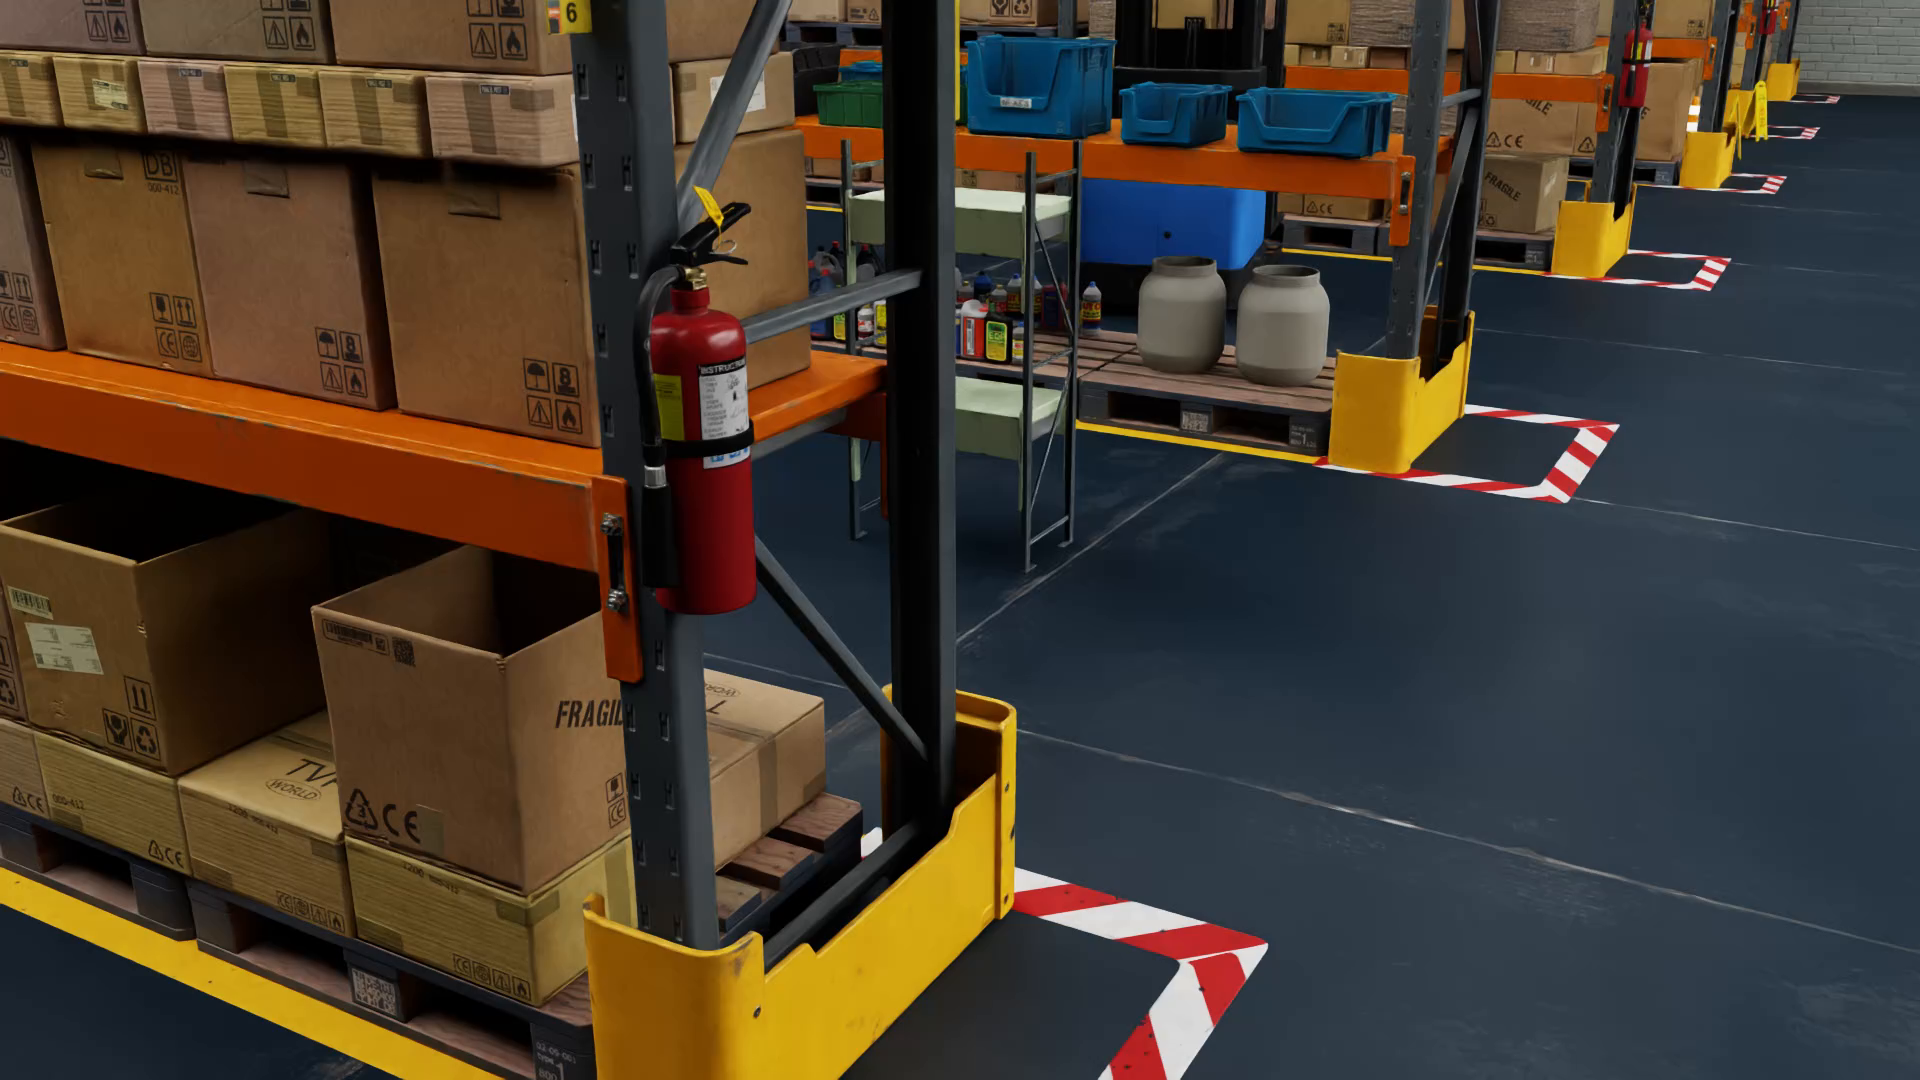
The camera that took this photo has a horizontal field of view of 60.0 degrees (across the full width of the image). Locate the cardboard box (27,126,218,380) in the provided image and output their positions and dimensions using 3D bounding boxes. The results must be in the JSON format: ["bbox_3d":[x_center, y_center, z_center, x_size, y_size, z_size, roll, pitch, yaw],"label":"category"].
[{"bbox_3d":[-1.596,-0.712,3.783,0.500,0.500,0.700,11,23,28],"label":"cardboard box"}]

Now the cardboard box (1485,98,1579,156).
[{"bbox_3d":[5.645,-4.259,16.208,0.875,0.875,0.875,10,22,26],"label":"cardboard box"}]

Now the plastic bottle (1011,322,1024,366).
[{"bbox_3d":[0.299,-0.954,8.054,0.097,0.201,0.097,0,20,0],"label":"plastic bottle"}]

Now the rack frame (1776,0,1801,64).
[{"bbox_3d":[11.782,-7.791,23.443,0.127,3.000,1.000,11,23,27],"label":"rack frame"}]

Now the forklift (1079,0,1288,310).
[{"bbox_3d":[1.611,-3.225,10.957,1.130,2.935,3.031,6,21,16],"label":"forklift"}]

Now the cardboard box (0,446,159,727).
[{"bbox_3d":[-2.232,0.083,4.054,0.500,0.500,0.500,11,23,27],"label":"cardboard box"}]

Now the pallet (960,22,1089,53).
[{"bbox_3d":[0.443,-4.107,13.571,1.213,0.211,1.003,11,23,27],"label":"pallet"}]

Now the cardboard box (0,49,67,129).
[{"bbox_3d":[-1.860,-0.987,3.590,0.250,0.149,0.380,11,23,29],"label":"cardboard box"}]

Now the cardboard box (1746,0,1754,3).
[{"bbox_3d":[11.224,-7.841,23.436,0.500,0.500,0.500,10,22,26],"label":"cardboard box"}]

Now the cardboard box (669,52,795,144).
[{"bbox_3d":[-0.540,-0.895,3.335,0.250,0.149,0.380,11,22,27],"label":"cardboard box"}]

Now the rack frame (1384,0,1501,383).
[{"bbox_3d":[2.116,-1.888,7.170,0.127,3.000,1.000,11,23,27],"label":"rack frame"}]

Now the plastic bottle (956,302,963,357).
[{"bbox_3d":[-0.029,-1.062,8.243,0.135,0.276,0.152,10,22,26],"label":"plastic bottle"}]

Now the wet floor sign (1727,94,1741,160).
[{"bbox_3d":[8.030,-4.300,17.272,0.232,0.644,0.267,7,21,18],"label":"wet floor sign"}]

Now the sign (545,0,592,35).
[{"bbox_3d":[-0.580,-0.910,2.430,0.005,0.325,0.100,11,23,27],"label":"sign"}]

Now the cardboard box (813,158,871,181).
[{"bbox_3d":[-0.869,-3.438,14.465,0.500,0.500,0.700,13,24,32],"label":"cardboard box"}]

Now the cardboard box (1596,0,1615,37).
[{"bbox_3d":[6.202,-5.025,15.601,0.550,0.550,0.875,11,23,27],"label":"cardboard box"}]

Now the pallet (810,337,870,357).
[{"bbox_3d":[-0.810,-1.118,9.137,1.213,0.211,1.003,11,23,27],"label":"pallet"}]

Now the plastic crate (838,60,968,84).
[{"bbox_3d":[-0.277,-2.380,8.744,0.616,0.251,0.499,11,23,27],"label":"plastic crate"}]

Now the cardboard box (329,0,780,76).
[{"bbox_3d":[-0.750,-1.161,3.117,0.500,0.500,0.700,11,23,27],"label":"cardboard box"}]

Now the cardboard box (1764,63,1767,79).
[{"bbox_3d":[11.449,-6.835,24.226,0.500,0.250,0.500,11,23,28],"label":"cardboard box"}]

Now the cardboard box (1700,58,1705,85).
[{"bbox_3d":[8.774,-5.790,20.244,0.500,0.500,0.500,10,22,26],"label":"cardboard box"}]

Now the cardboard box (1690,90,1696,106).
[{"bbox_3d":[8.507,-5.275,19.926,0.500,0.250,0.500,11,23,27],"label":"cardboard box"}]

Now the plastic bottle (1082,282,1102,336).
[{"bbox_3d":[0.685,-1.206,8.647,0.097,0.271,0.097,0,20,0],"label":"plastic bottle"}]

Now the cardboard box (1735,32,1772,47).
[{"bbox_3d":[11.228,-7.149,23.625,0.500,0.250,0.500,12,23,29],"label":"cardboard box"}]

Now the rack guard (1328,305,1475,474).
[{"bbox_3d":[2.027,-0.711,7.592,0.348,0.500,1.175,11,23,27],"label":"rack guard"}]

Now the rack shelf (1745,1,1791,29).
[{"bbox_3d":[10.036,-7.785,24.483,4.000,0.370,1.077,11,23,27],"label":"rack shelf"}]

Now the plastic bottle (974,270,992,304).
[{"bbox_3d":[0.122,-1.313,8.943,0.097,0.271,0.097,0,20,0],"label":"plastic bottle"}]

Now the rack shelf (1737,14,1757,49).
[{"bbox_3d":[7.619,-6.307,20.407,4.000,0.370,1.077,11,23,27],"label":"rack shelf"}]

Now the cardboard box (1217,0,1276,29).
[{"bbox_3d":[2.307,-3.974,12.339,0.500,0.500,0.875,11,23,27],"label":"cardboard box"}]

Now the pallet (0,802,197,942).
[{"bbox_3d":[-2.052,0.579,4.458,1.213,0.211,1.003,11,23,27],"label":"pallet"}]

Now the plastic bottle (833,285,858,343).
[{"bbox_3d":[-0.585,-1.154,8.485,0.133,0.283,0.061,12,23,30],"label":"plastic bottle"}]

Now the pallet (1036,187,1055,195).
[{"bbox_3d":[0.359,-2.845,13.900,1.213,0.211,1.003,11,23,27],"label":"pallet"}]

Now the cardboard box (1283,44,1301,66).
[{"bbox_3d":[2.397,-3.538,12.089,0.250,0.149,0.380,11,23,27],"label":"cardboard box"}]

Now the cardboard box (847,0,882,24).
[{"bbox_3d":[-0.519,-4.534,13.698,0.637,0.503,0.797,13,24,33],"label":"cardboard box"}]

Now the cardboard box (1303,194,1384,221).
[{"bbox_3d":[2.919,-2.692,12.438,0.500,0.500,0.500,13,24,32],"label":"cardboard box"}]

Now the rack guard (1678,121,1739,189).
[{"bbox_3d":[7.060,-3.643,15.674,0.348,0.500,1.175,11,23,27],"label":"rack guard"}]

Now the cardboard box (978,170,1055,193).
[{"bbox_3d":[0.514,-3.167,13.719,0.500,0.500,0.700,9,22,23],"label":"cardboard box"}]

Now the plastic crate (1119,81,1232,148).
[{"bbox_3d":[0.969,-1.921,7.481,0.408,0.251,0.499,11,23,27],"label":"plastic crate"}]

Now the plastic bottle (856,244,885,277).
[{"bbox_3d":[-0.506,-1.461,9.234,0.185,0.351,0.144,10,22,25],"label":"plastic bottle"}]

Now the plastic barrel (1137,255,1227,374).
[{"bbox_3d":[1.067,-1.085,7.991,0.421,0.512,0.421,0,20,0],"label":"plastic barrel"}]

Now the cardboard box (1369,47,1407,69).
[{"bbox_3d":[3.083,-3.433,11.798,0.250,0.149,0.380,11,23,27],"label":"cardboard box"}]

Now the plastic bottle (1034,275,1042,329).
[{"bbox_3d":[0.386,-1.263,8.804,0.097,0.271,0.097,0,20,0],"label":"plastic bottle"}]

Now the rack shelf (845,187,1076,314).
[{"bbox_3d":[0.006,-1.071,5.973,0.720,0.370,0.431,11,23,27],"label":"rack shelf"}]

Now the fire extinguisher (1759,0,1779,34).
[{"bbox_3d":[9.240,-6.120,18.950,0.183,0.674,0.296,11,23,27],"label":"fire extinguisher"}]

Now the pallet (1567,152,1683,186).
[{"bbox_3d":[6.303,-3.621,16.037,1.213,0.211,1.003,11,23,27],"label":"pallet"}]

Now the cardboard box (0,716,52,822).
[{"bbox_3d":[-2.231,0.435,4.185,0.500,0.250,0.500,11,23,27],"label":"cardboard box"}]

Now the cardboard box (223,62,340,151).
[{"bbox_3d":[-1.182,-0.858,3.233,0.250,0.149,0.380,10,22,27],"label":"cardboard box"}]

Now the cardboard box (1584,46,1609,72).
[{"bbox_3d":[4.399,-3.362,11.604,0.250,0.149,0.380,11,23,27],"label":"cardboard box"}]

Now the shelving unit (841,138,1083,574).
[{"bbox_3d":[0.006,-0.704,6.106,0.755,1.500,0.431,11,23,27],"label":"shelving unit"}]

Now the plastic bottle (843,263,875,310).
[{"bbox_3d":[-0.556,-1.378,9.113,0.135,0.276,0.152,11,23,27],"label":"plastic bottle"}]

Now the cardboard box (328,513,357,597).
[{"bbox_3d":[-1.543,0.012,4.250,0.500,0.500,0.500,11,23,27],"label":"cardboard box"}]

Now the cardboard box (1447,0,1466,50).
[{"bbox_3d":[3.570,-3.696,11.572,0.500,0.500,0.875,11,23,27],"label":"cardboard box"}]

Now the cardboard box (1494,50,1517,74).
[{"bbox_3d":[3.721,-3.298,11.426,0.250,0.149,0.380,11,23,27],"label":"cardboard box"}]

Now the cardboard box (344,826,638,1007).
[{"bbox_3d":[-0.915,0.680,3.507,0.500,0.250,0.500,11,23,27],"label":"cardboard box"}]

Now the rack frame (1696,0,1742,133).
[{"bbox_3d":[7.039,-4.822,15.259,0.127,3.000,1.000,11,23,27],"label":"rack frame"}]
